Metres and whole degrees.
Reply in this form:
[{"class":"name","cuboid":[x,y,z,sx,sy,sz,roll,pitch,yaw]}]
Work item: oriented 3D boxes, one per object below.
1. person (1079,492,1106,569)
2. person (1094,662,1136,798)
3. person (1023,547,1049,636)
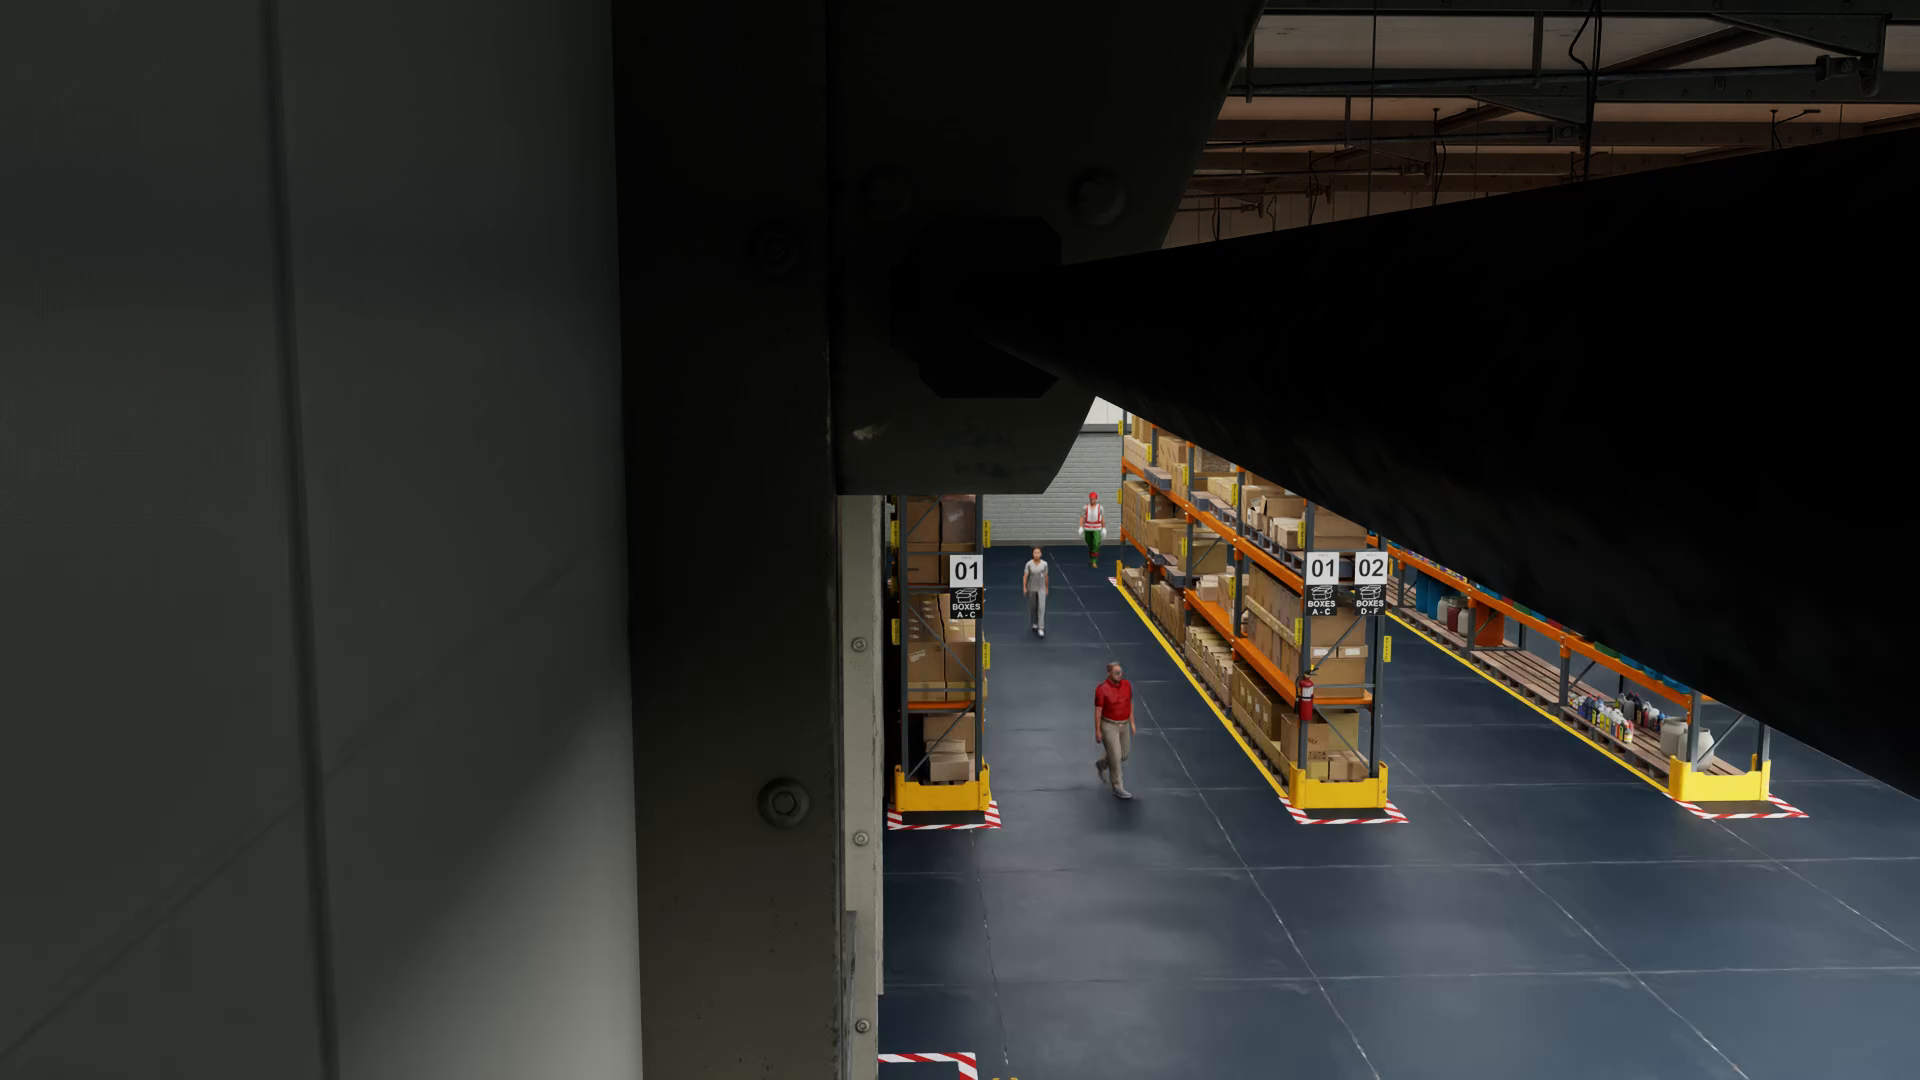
[{"class":"person","cuboid":[3.056,-0.242,38.587,0.584,1.718,1.049,3,9,17]},{"class":"person","cuboid":[1.951,2.372,21.190,0.571,1.702,0.809,-6,10,-34]},{"class":"person","cuboid":[1.418,0.929,31.084,0.482,1.614,1.008,0,8,3]}]
